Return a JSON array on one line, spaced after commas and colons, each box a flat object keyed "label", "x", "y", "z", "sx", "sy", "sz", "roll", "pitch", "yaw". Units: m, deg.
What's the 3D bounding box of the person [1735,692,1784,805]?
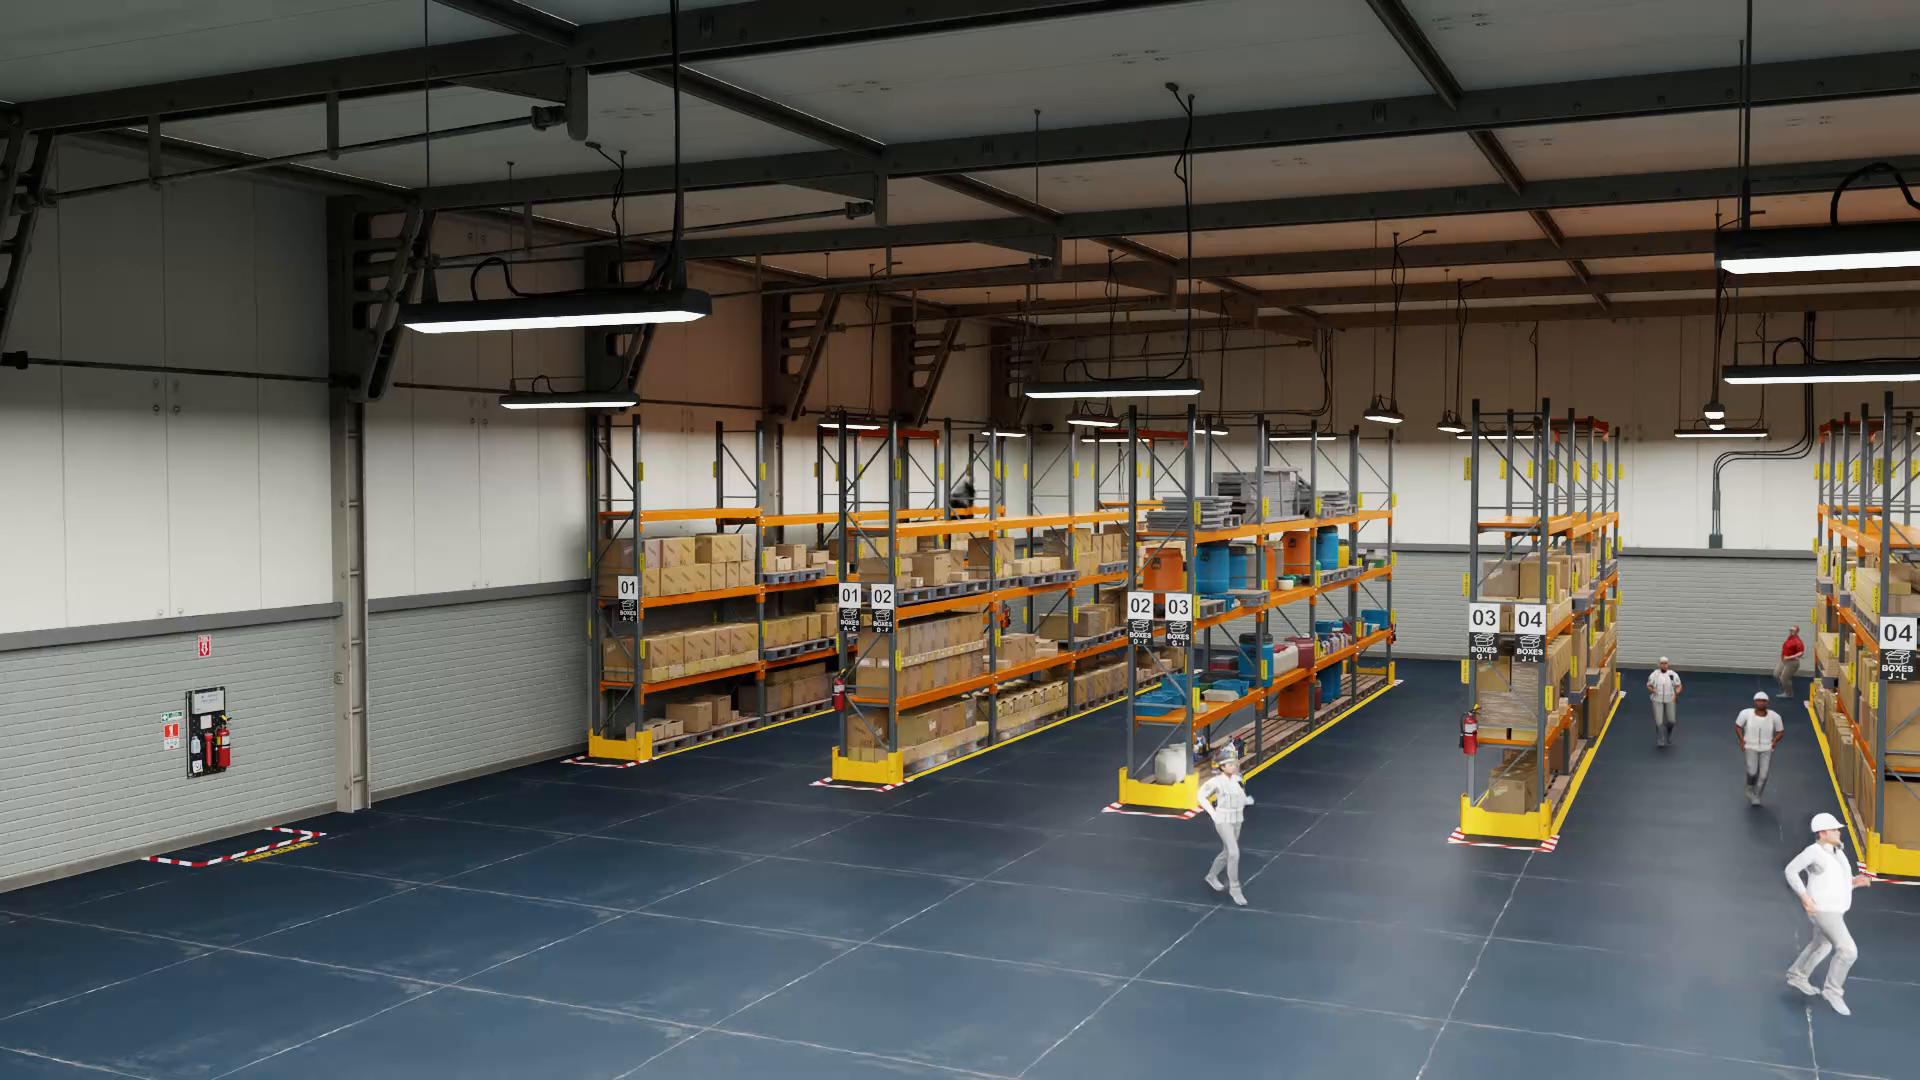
[{"label": "person", "x": 11.951, "y": 3.123, "z": 24.835, "sx": 0.640, "sy": 1.713, "sz": 0.576, "roll": 1, "pitch": 2, "yaw": 18}]

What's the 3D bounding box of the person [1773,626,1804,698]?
[{"label": "person", "x": 18.192, "y": 2.682, "z": 36.542, "sx": 0.477, "sy": 1.640, "sz": 0.850, "roll": 0, "pitch": 2, "yaw": -2}]

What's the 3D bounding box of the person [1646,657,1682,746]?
[{"label": "person", "x": 12.800, "y": 2.943, "z": 30.239, "sx": 0.598, "sy": 1.621, "sz": 0.557, "roll": 1, "pitch": 3, "yaw": 22}]

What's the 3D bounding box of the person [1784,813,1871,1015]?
[{"label": "person", "x": 8.112, "y": 3.478, "z": 15.564, "sx": 0.624, "sy": 1.831, "sz": 0.752, "roll": -2, "pitch": 3, "yaw": -42}]

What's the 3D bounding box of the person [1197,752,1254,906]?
[{"label": "person", "x": 3.132, "y": 3.347, "z": 19.457, "sx": 0.598, "sy": 1.740, "sz": 0.717, "roll": -2, "pitch": 3, "yaw": -39}]
